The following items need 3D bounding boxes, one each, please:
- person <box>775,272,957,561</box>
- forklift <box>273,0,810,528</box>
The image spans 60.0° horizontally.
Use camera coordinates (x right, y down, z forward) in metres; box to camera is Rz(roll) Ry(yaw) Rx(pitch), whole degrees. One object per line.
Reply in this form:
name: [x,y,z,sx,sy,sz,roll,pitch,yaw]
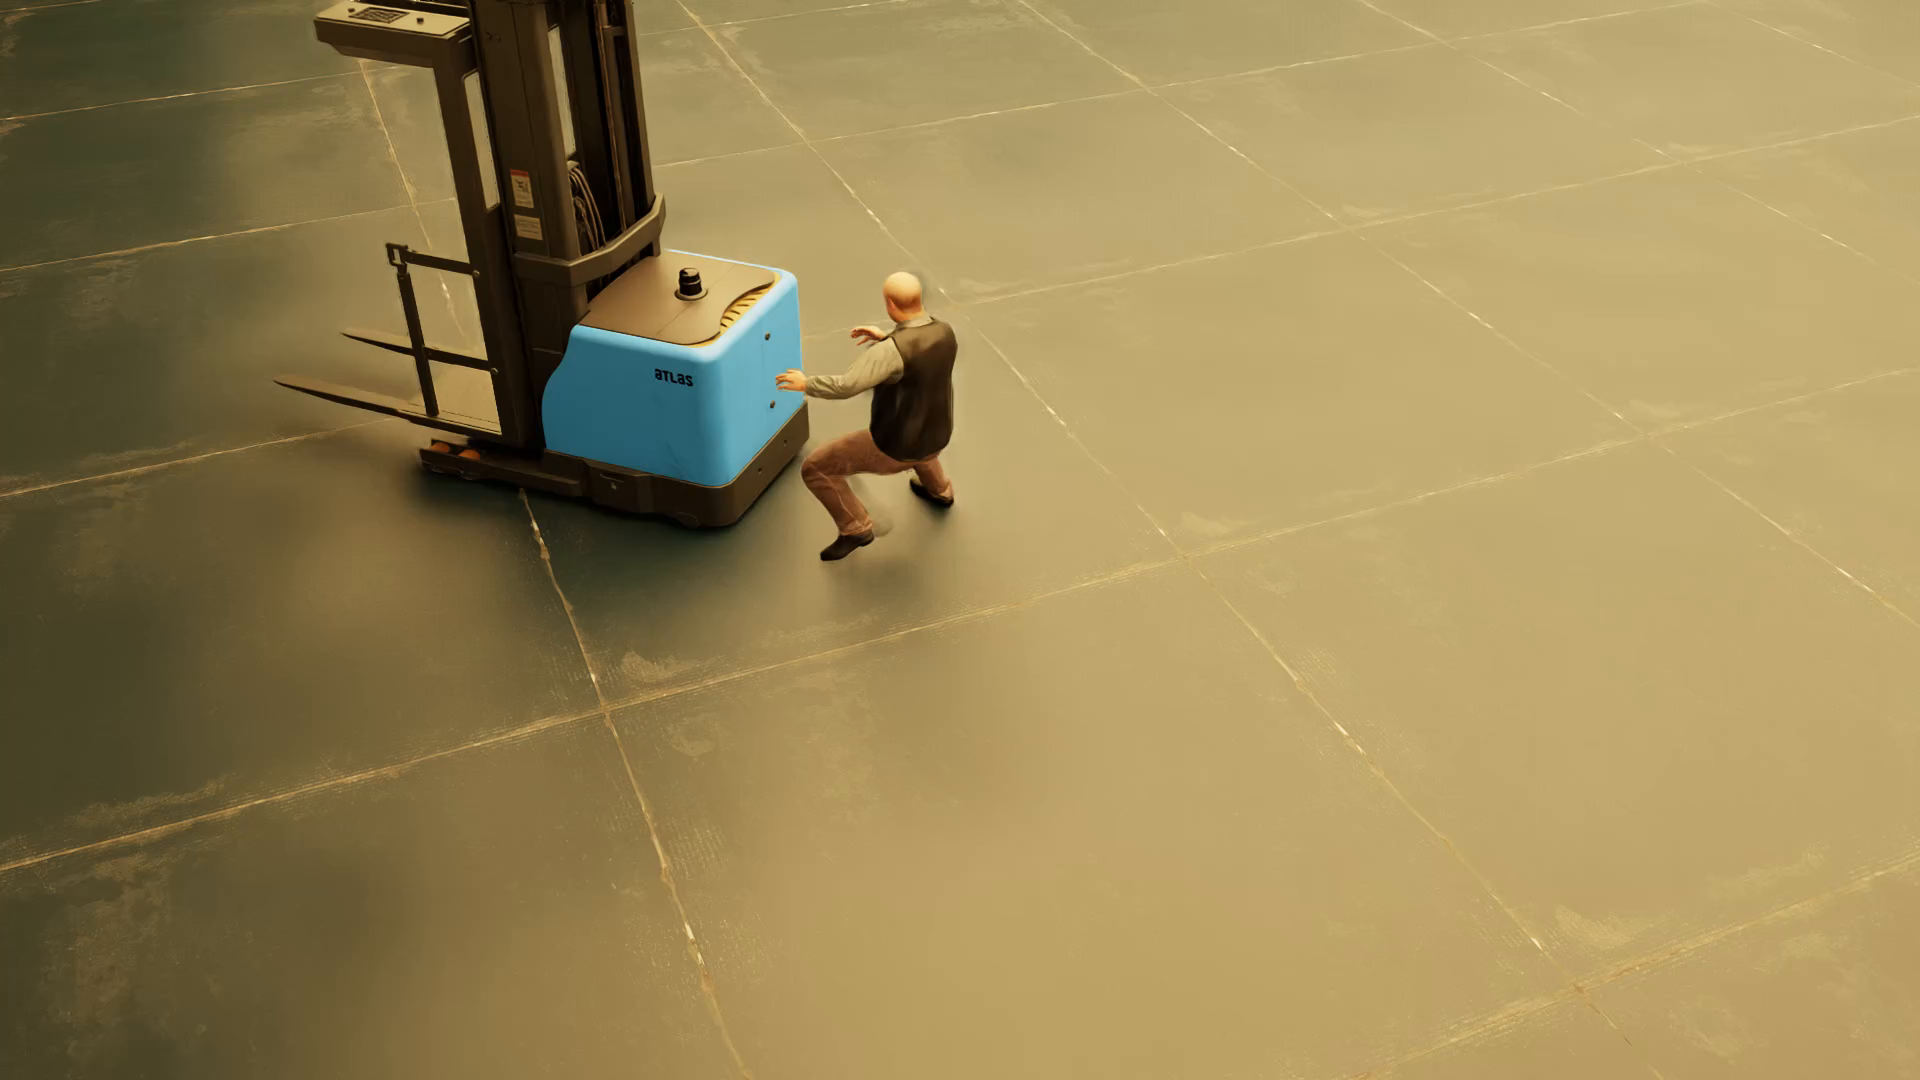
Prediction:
person: [-0.379,-0.640,8.235,0.771,1.503,0.988,28,44,34]
forklift: [-2.412,-1.791,8.617,3.031,2.935,1.130,13,37,17]
